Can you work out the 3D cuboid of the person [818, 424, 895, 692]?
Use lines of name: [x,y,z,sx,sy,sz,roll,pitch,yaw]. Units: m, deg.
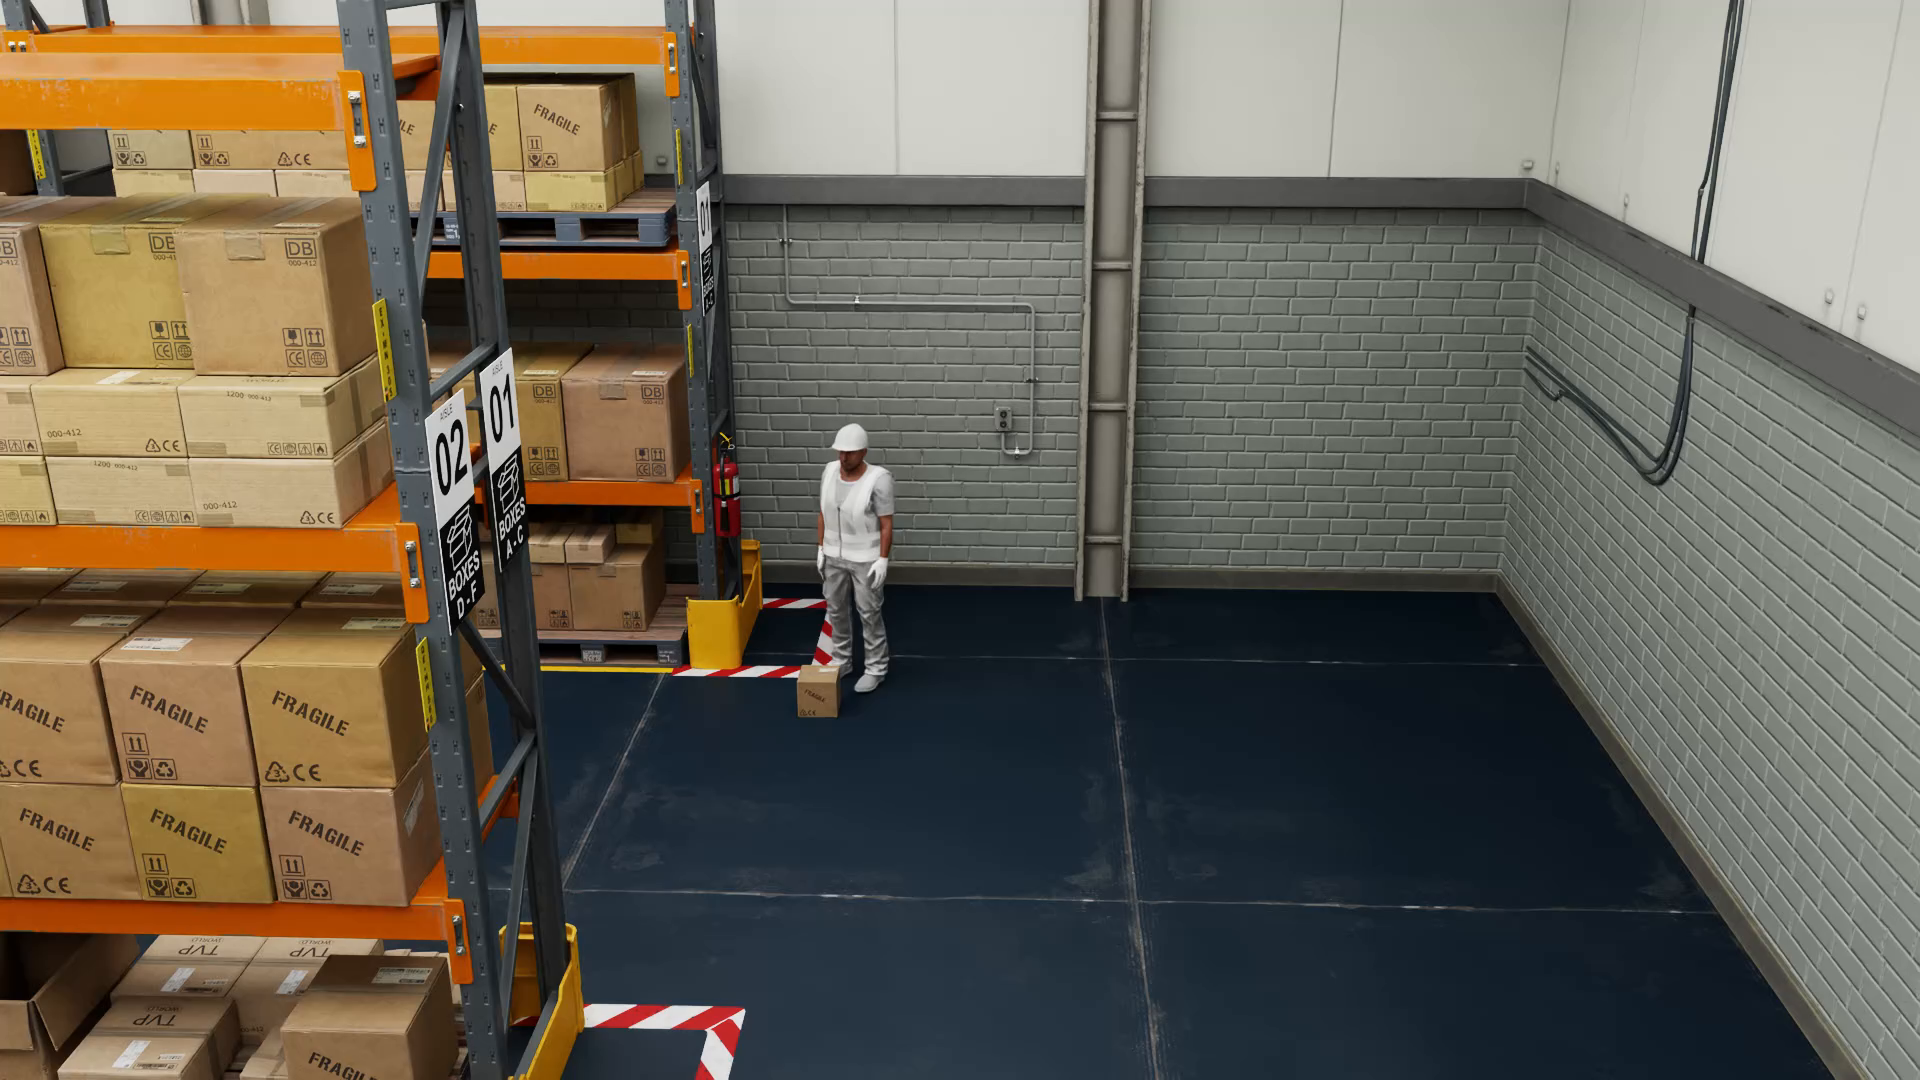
person: [-0.677,0.120,10.760,0.550,1.812,0.356,11,23,28]
